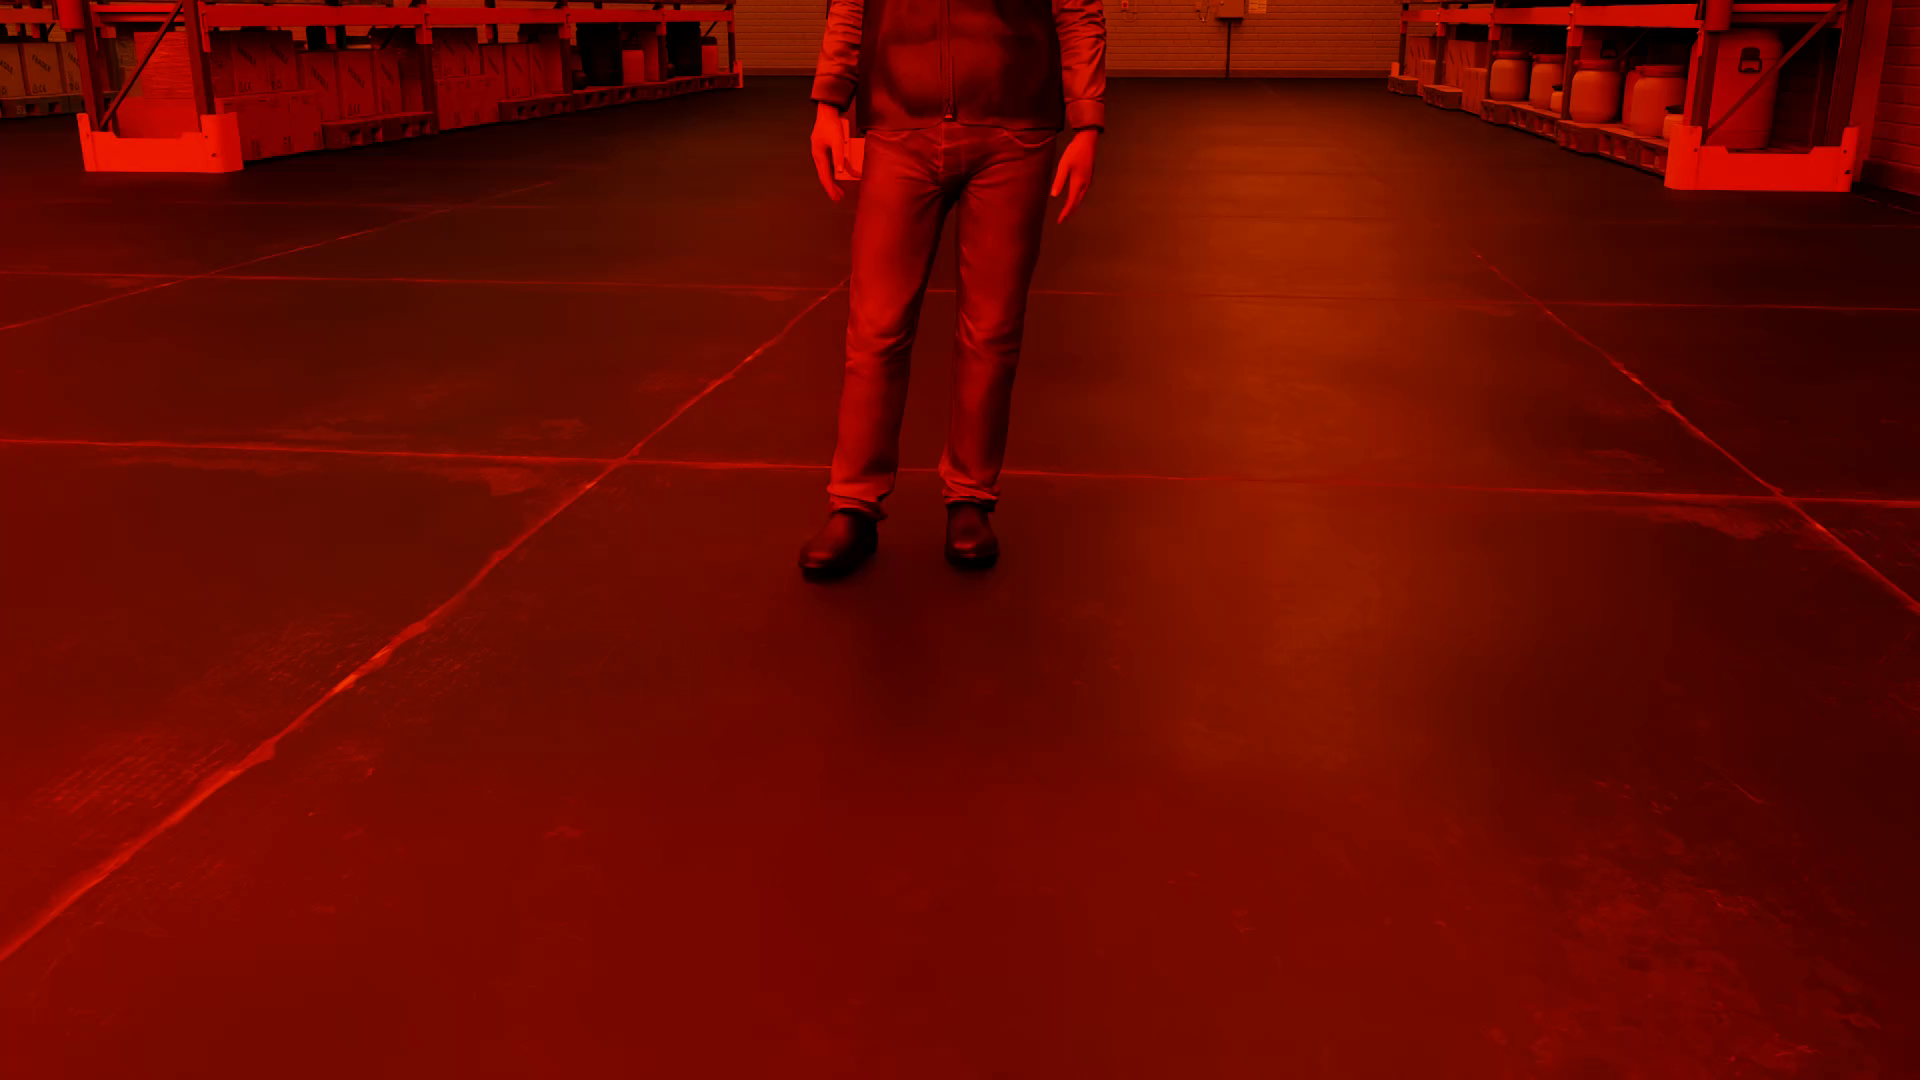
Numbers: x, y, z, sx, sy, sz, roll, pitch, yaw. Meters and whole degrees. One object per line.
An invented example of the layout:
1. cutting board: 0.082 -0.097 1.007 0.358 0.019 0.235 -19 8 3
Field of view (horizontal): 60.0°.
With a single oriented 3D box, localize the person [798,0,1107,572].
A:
1. person: -0.015 -0.809 3.506 0.633 1.722 0.566 2 18 7
